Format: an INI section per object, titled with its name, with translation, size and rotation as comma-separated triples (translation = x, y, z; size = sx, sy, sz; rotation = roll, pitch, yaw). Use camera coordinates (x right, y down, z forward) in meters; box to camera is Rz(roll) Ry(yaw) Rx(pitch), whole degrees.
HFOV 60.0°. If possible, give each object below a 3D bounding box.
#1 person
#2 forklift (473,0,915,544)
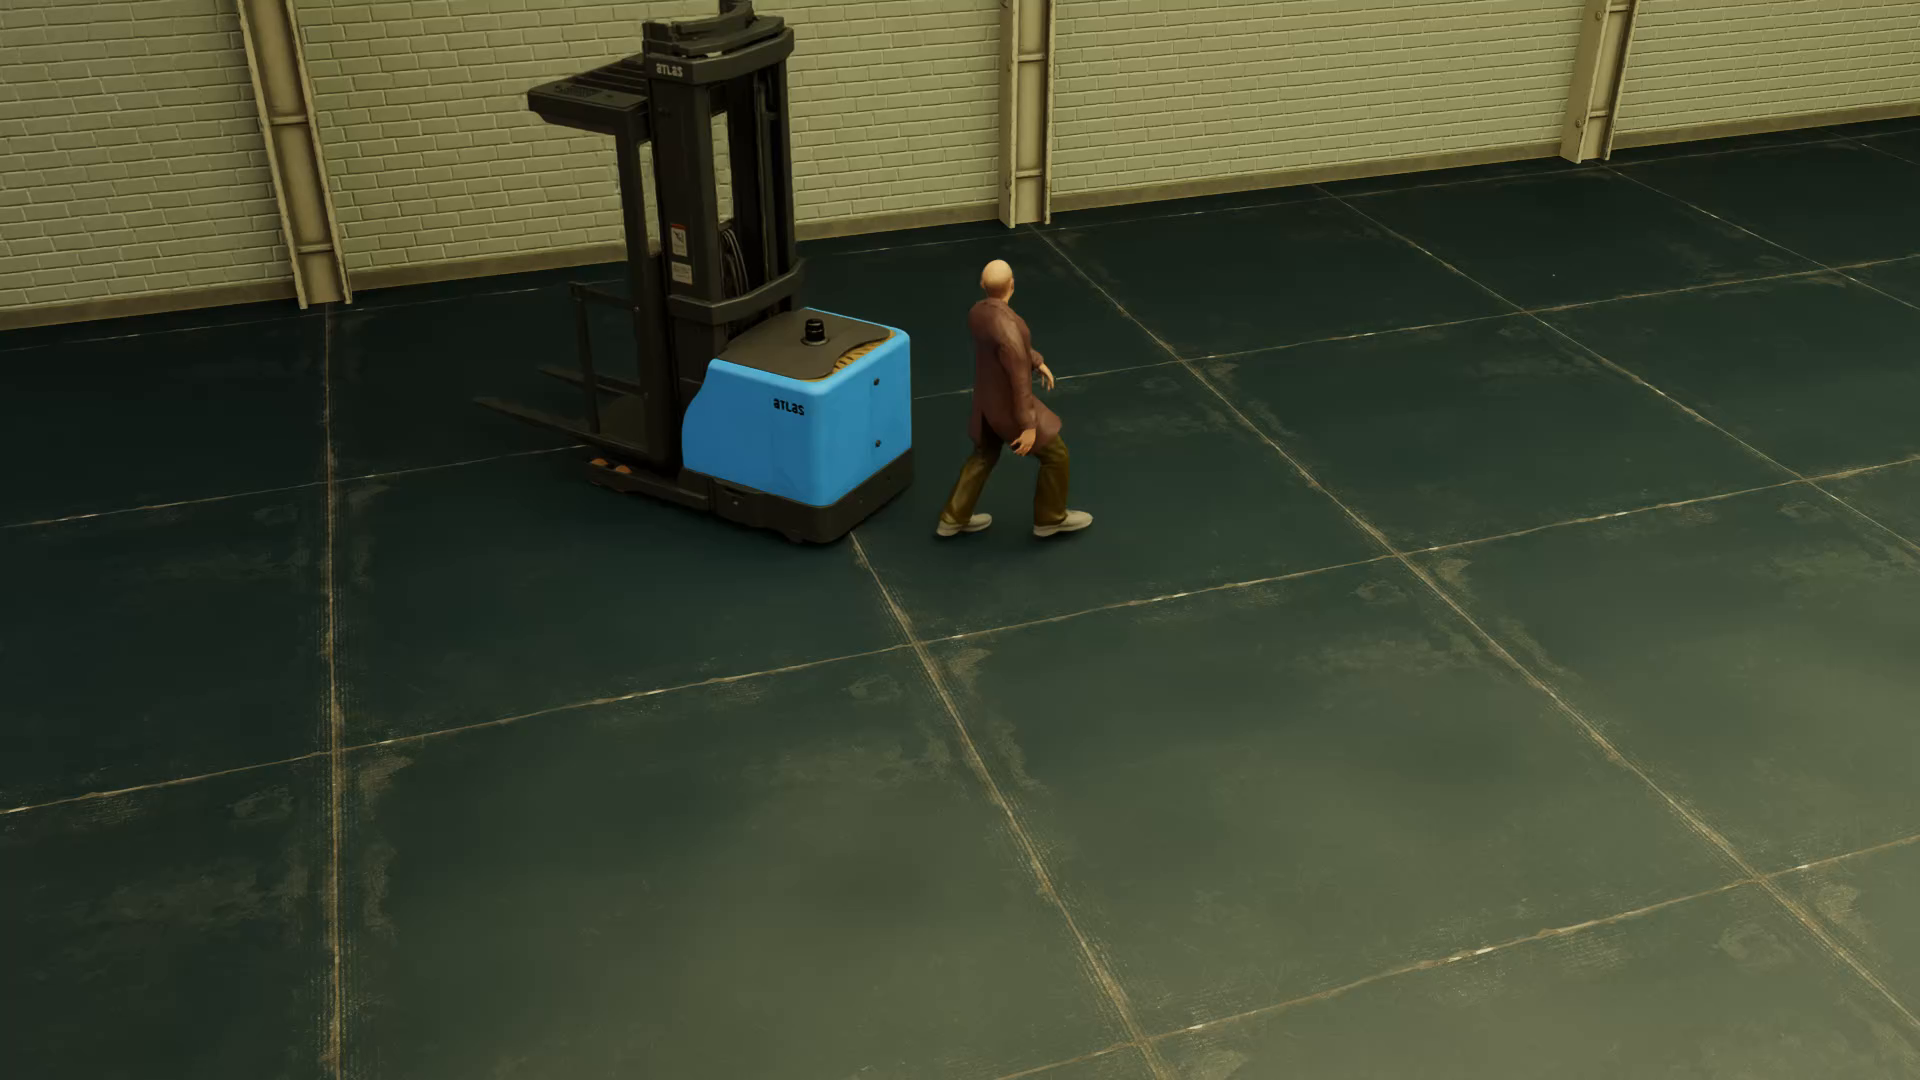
[person]
translation = 0.323, -0.787, 9.627
size = 0.872, 1.707, 0.720
rotation = -17, 34, -26
[forklift]
translation = -1.818, -1.781, 10.183
size = 3.031, 2.935, 1.130
rotation = 17, 34, 26
